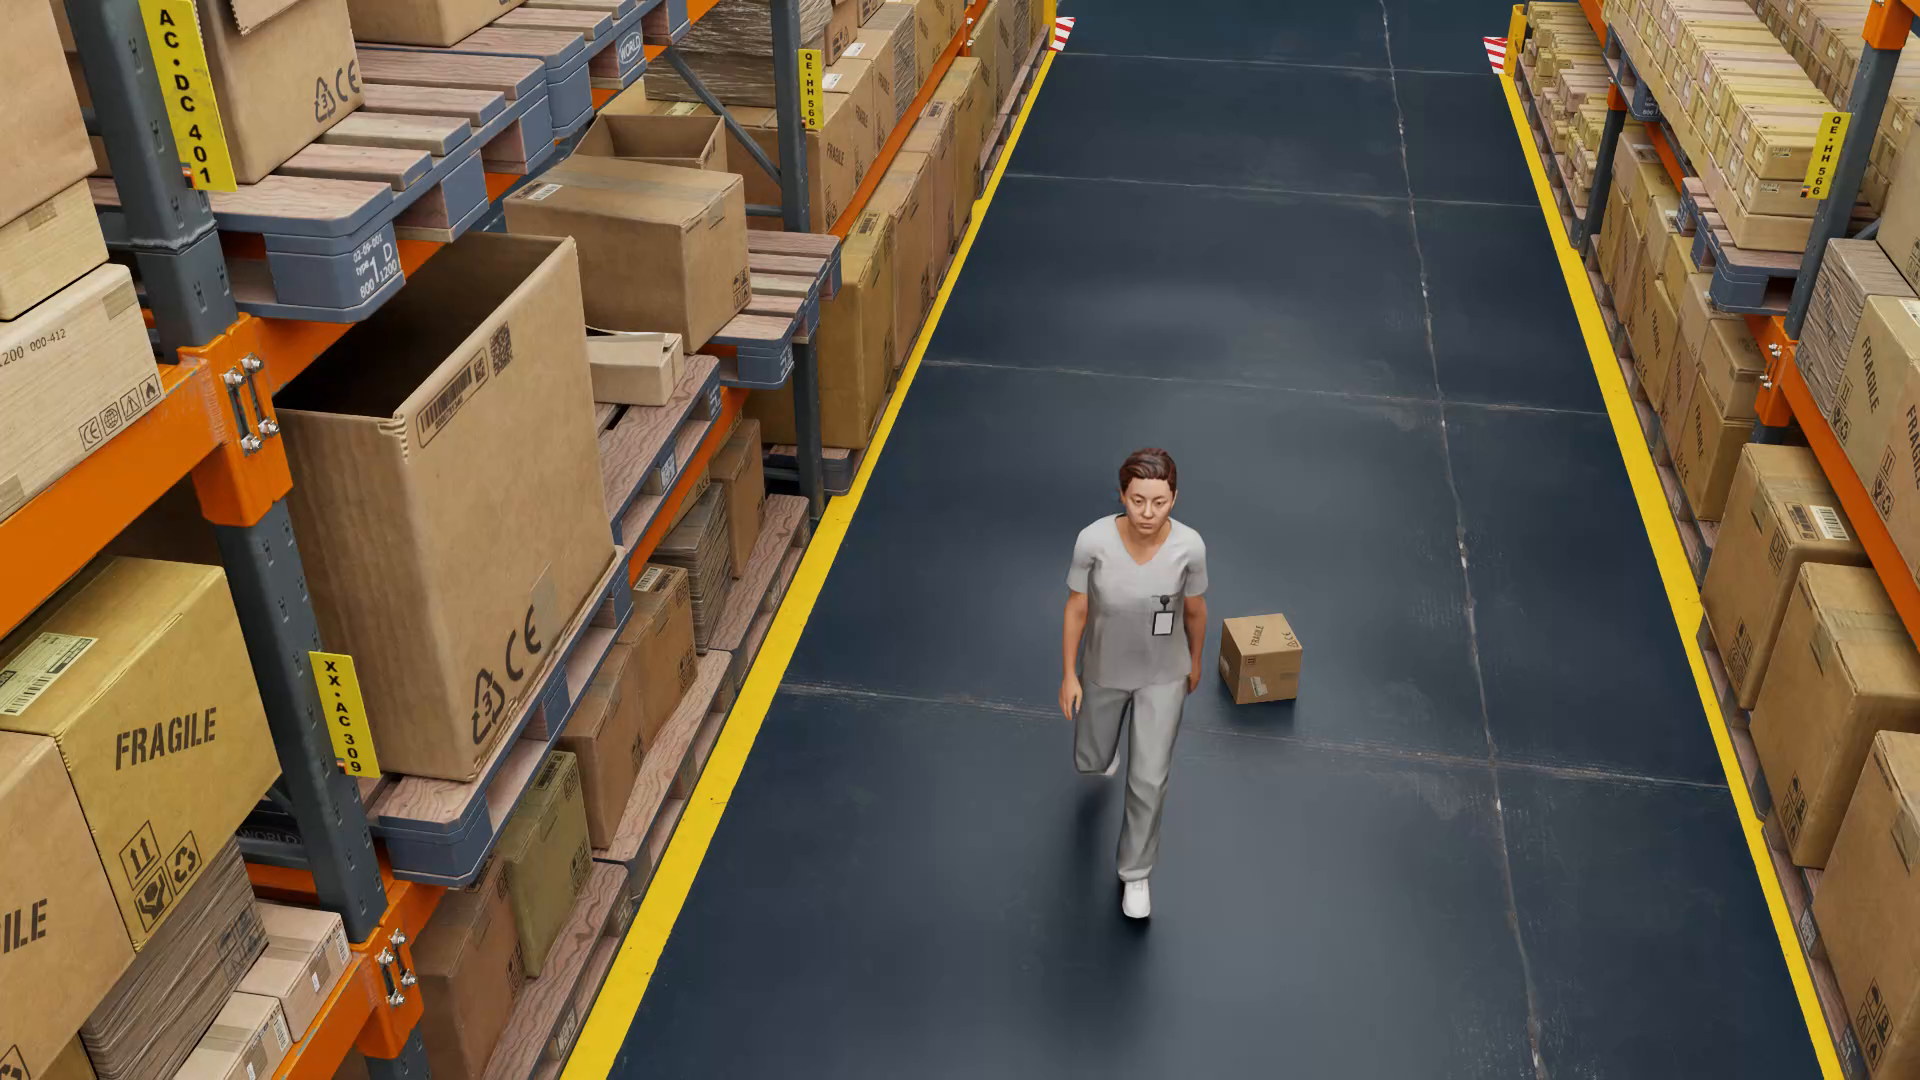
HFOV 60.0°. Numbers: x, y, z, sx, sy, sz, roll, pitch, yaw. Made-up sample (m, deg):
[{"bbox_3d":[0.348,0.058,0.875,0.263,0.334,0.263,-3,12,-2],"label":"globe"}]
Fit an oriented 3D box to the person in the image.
[{"bbox_3d":[0.575,0.391,5.521,0.461,1.638,0.814,4,33,7],"label":"person"}]
